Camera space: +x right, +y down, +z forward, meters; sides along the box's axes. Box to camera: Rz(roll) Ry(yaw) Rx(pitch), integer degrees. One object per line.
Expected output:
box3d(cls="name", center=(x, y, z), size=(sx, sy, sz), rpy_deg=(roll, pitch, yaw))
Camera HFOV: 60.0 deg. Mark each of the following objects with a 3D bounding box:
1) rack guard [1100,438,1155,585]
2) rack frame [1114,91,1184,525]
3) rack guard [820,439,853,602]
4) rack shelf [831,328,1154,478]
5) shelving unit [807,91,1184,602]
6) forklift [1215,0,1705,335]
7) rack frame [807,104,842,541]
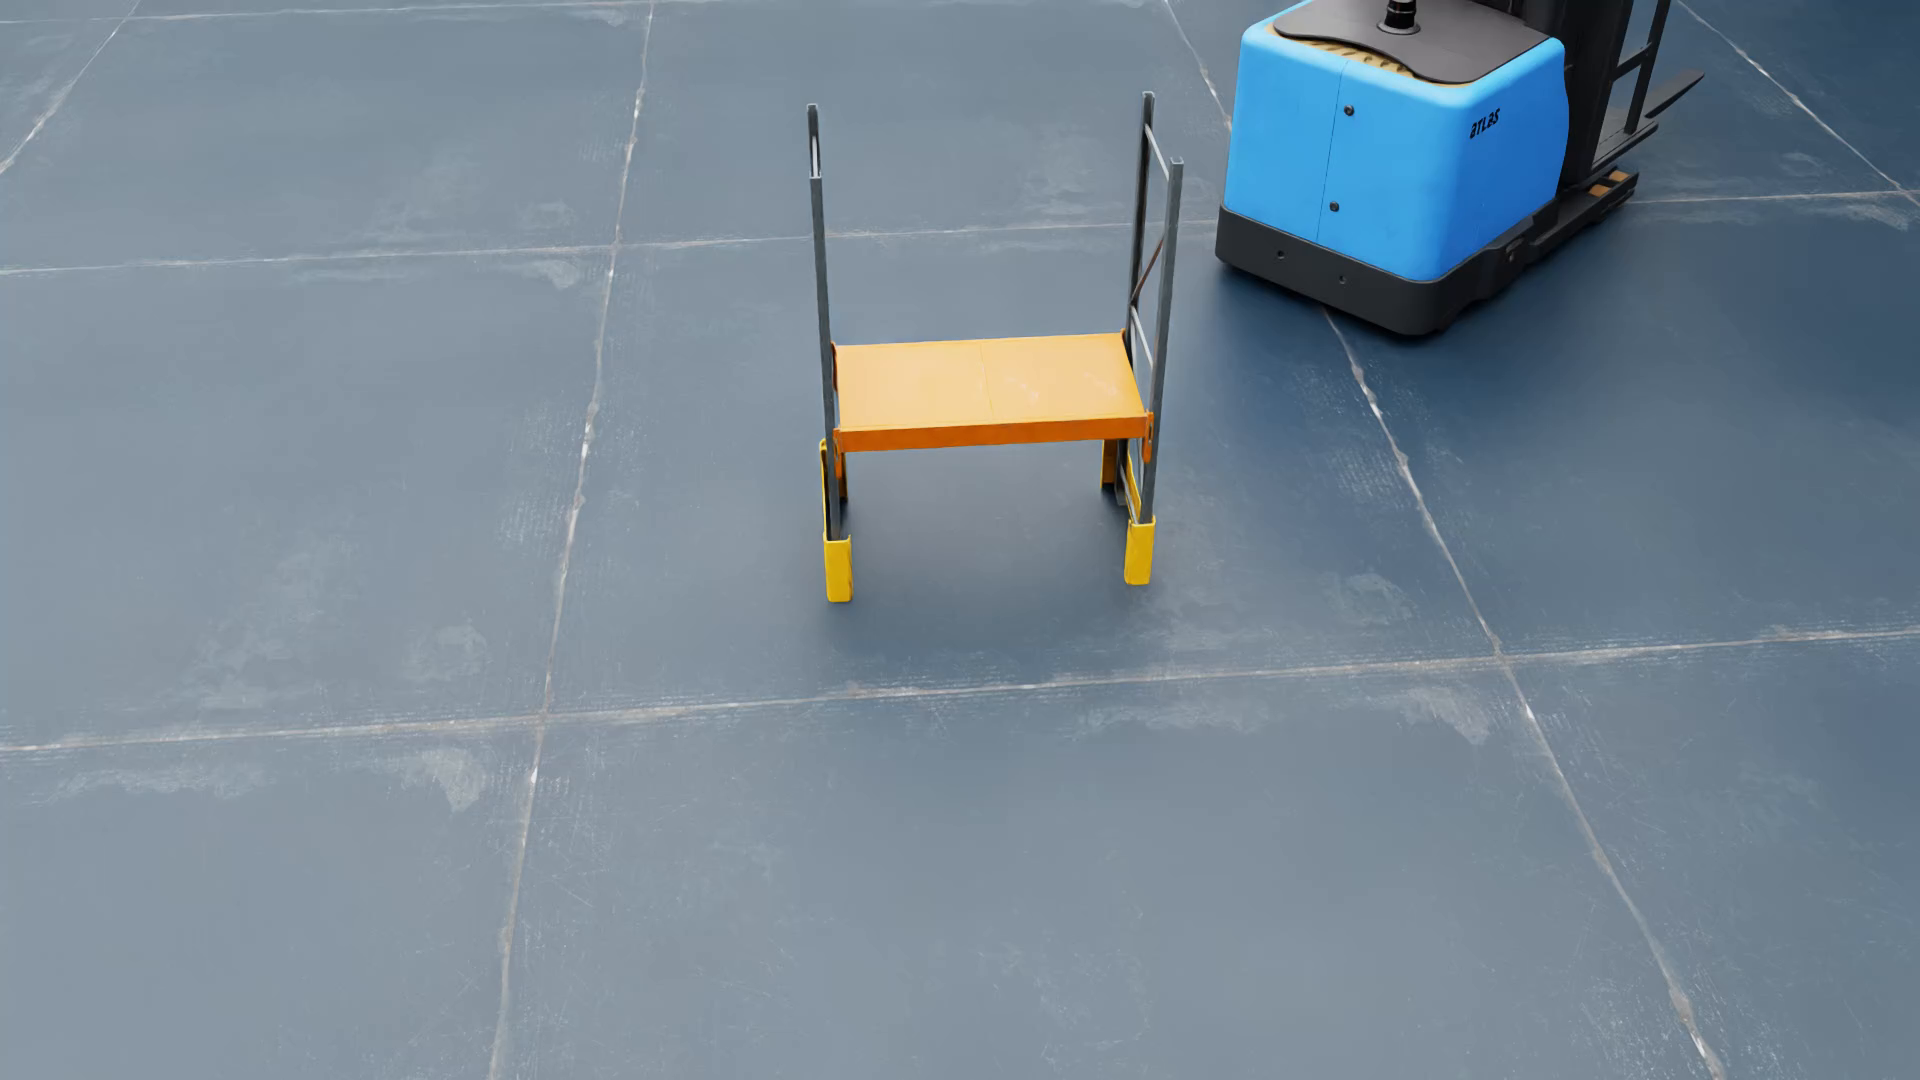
box3d(cls="rack guard", center=(0.572, -0.130, 5.712), size=(0.087, 0.250, 0.587), rpy_deg=(-3, 38, -4))
box3d(cls="rack frame", center=(0.591, -0.621, 5.327), size=(0.032, 1.500, 0.500), rpy_deg=(-3, 38, -4))
box3d(cls="rack guard", center=(-0.420, -0.075, 5.643), size=(0.087, 0.250, 0.587), rpy_deg=(-3, 38, -4))
box3d(cls="rack shelf", center=(0.085, -0.452, 5.403), size=(1.000, 0.185, 0.538), rpy_deg=(-3, 38, -4))
box3d(cls="shelving unit", center=(0.076, -0.593, 5.291), size=(1.083, 1.500, 0.587), rpy_deg=(-3, 38, -4))
box3d(cls="forklift", center=(2.478, -2.794, 6.925), size=(1.130, 2.935, 3.031), rpy_deg=(30, 47, 32))
box3d(cls="rack frame", center=(-0.421, -0.566, 5.256), size=(0.032, 1.500, 0.500), rpy_deg=(-3, 38, -4))
